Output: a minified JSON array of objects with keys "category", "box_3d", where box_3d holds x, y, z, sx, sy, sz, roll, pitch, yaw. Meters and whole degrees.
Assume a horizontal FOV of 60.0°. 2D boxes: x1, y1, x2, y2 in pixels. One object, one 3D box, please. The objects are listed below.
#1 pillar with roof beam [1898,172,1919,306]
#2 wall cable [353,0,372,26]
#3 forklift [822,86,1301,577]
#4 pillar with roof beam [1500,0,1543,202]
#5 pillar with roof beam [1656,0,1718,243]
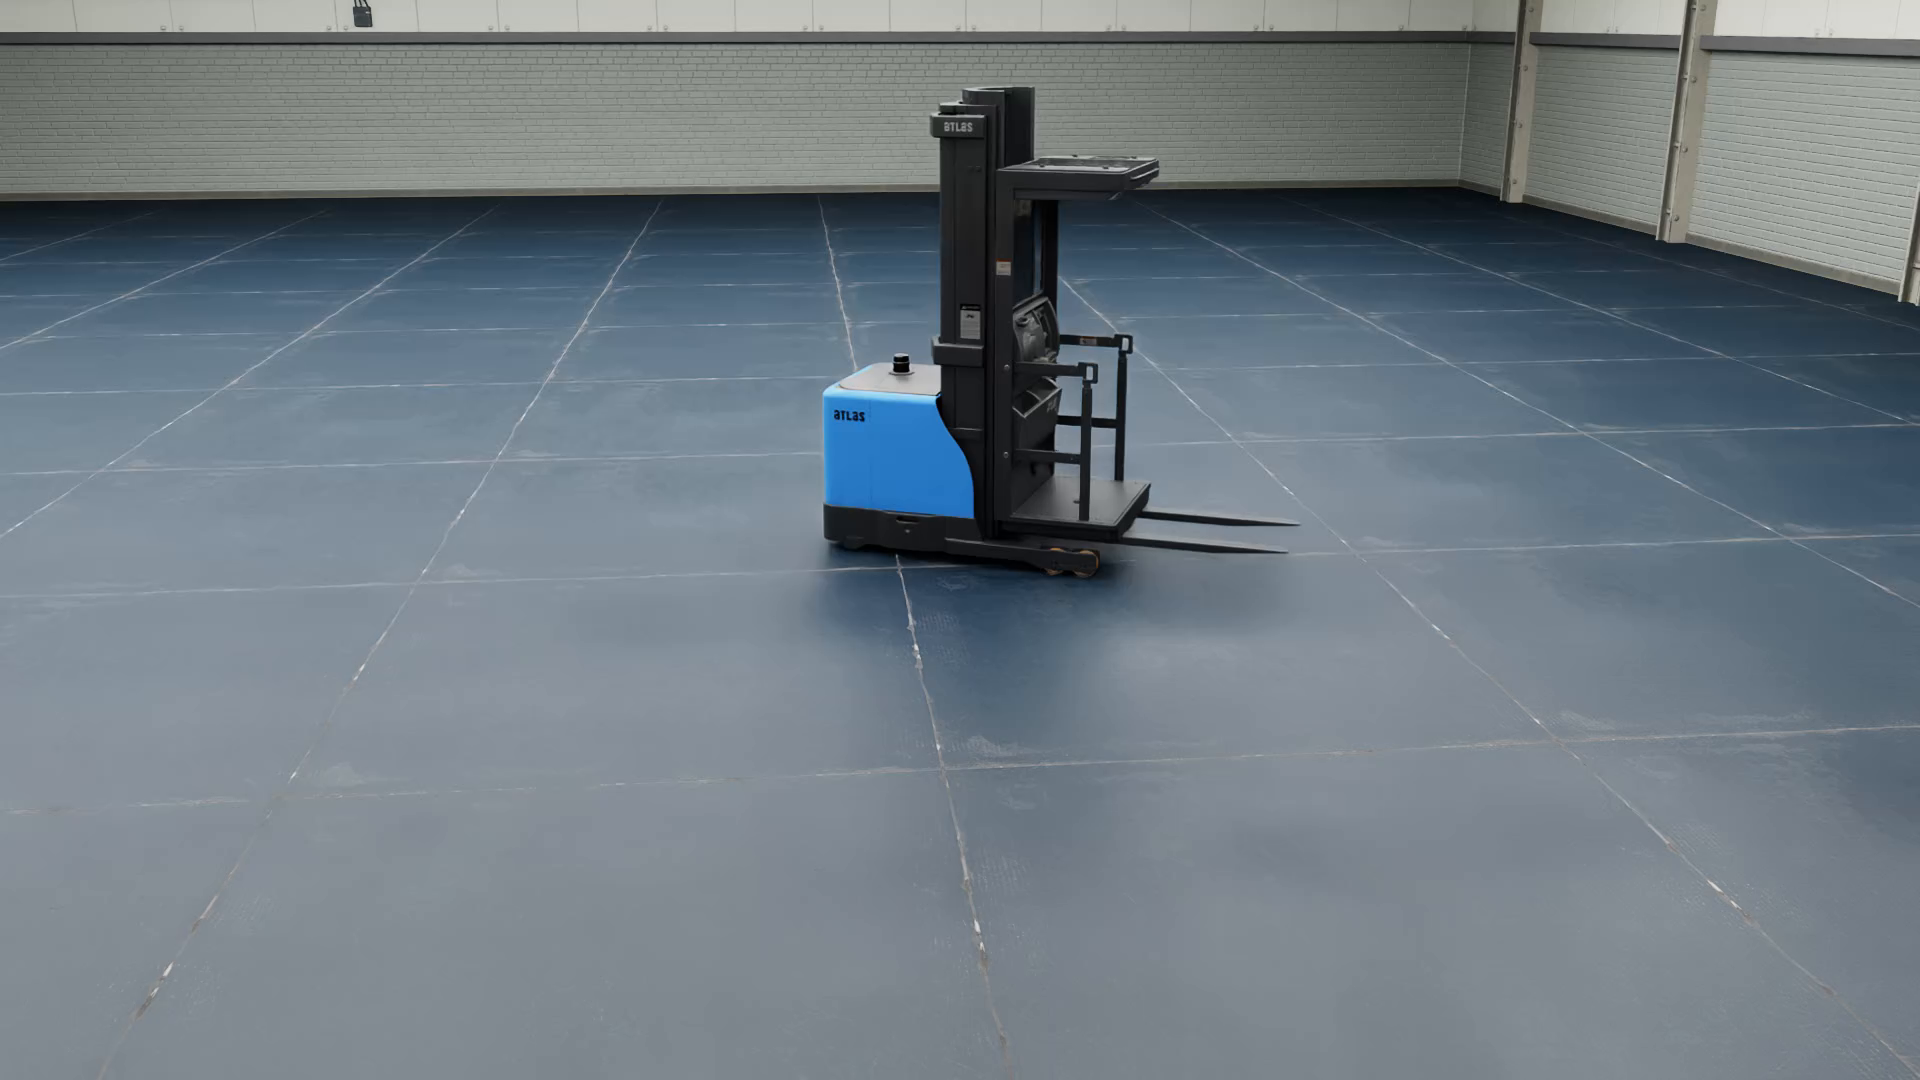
[{"category":"pillar with roof beam","box_3d":[7.517,-7.071,18.677,9.100,9.000,0.400,-2,18,-6]},{"category":"wall cable","box_3d":[-10.315,-12.636,30.725,2.305,6.003,0.169,-2,18,-6]},{"category":"forklift","box_3d":[0.673,-1.343,10.562,3.031,2.935,1.130,6,18,17]},{"category":"pillar with roof beam","box_3d":[6.279,-10.646,30.065,9.100,9.000,0.400,-2,18,-6]},{"category":"pillar with roof beam","box_3d":[6.898,-8.859,24.371,9.100,9.000,0.400,-2,18,-6]}]
